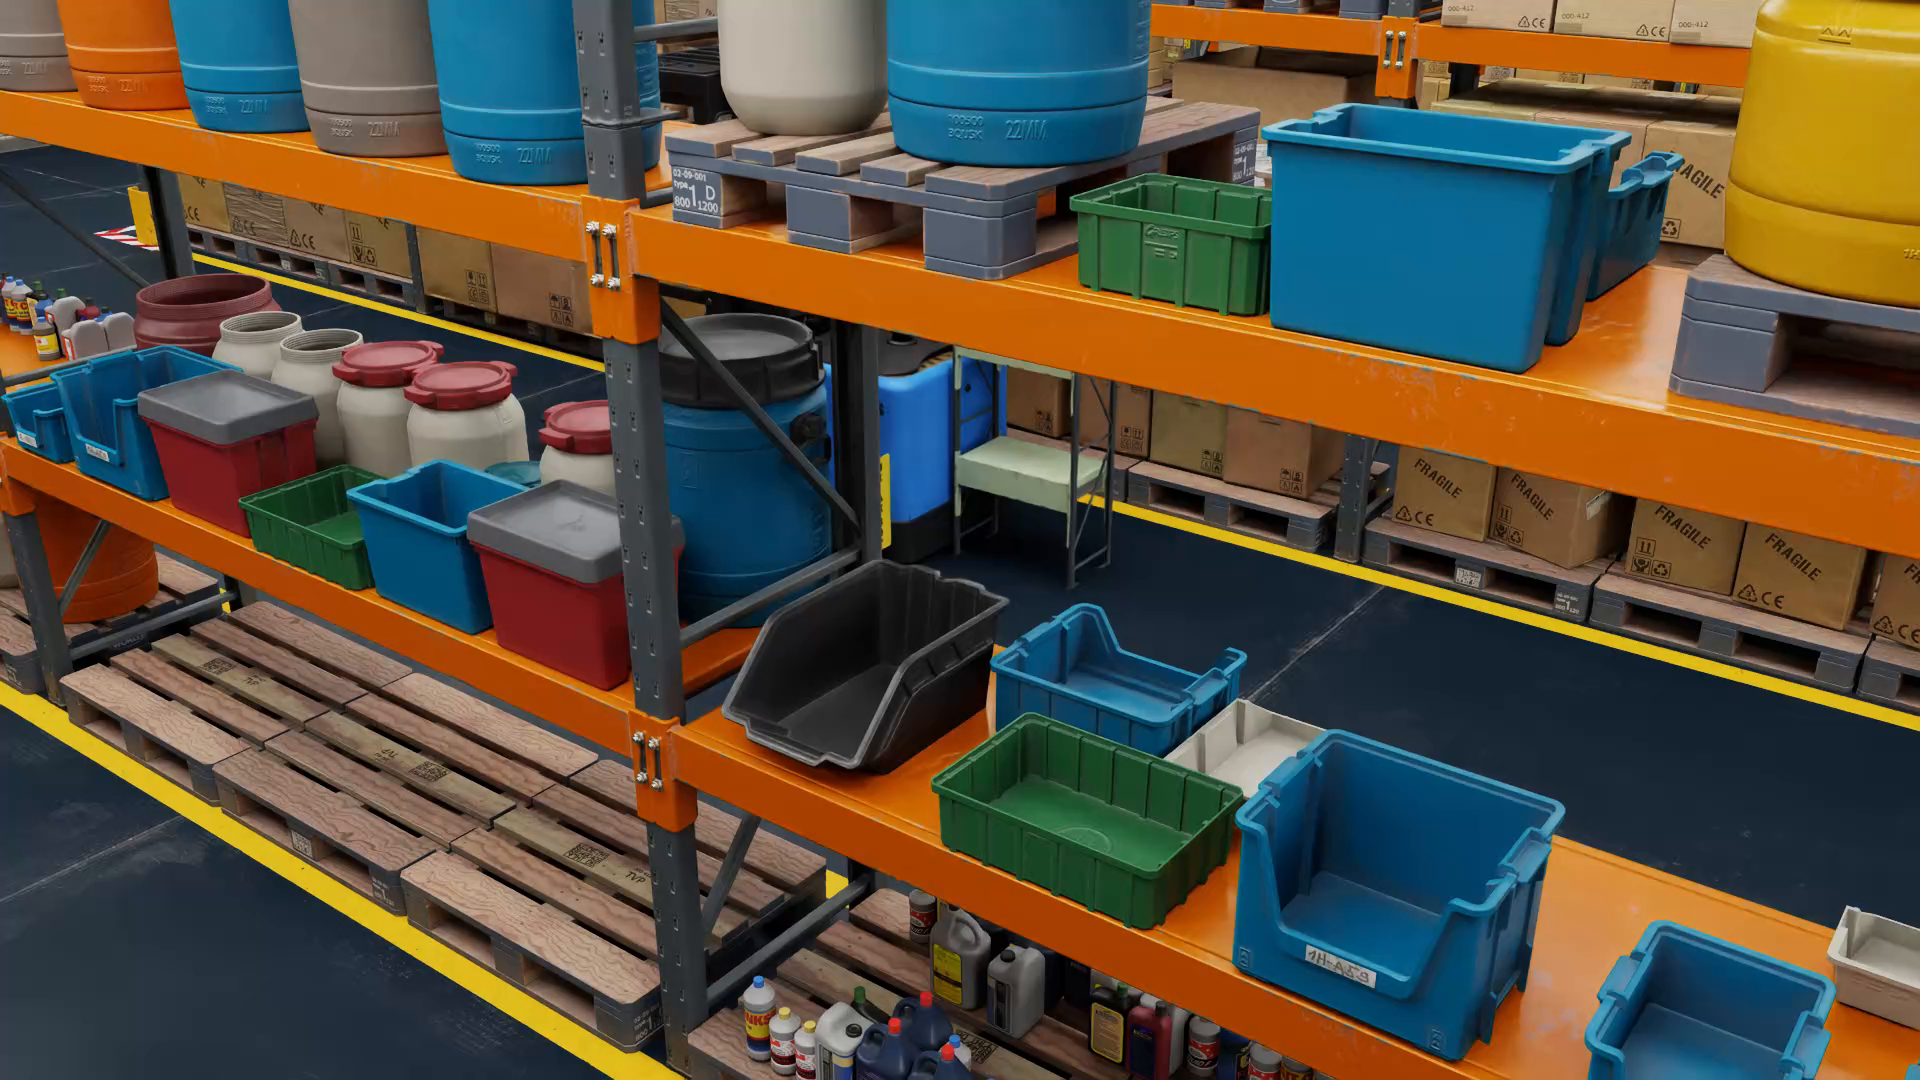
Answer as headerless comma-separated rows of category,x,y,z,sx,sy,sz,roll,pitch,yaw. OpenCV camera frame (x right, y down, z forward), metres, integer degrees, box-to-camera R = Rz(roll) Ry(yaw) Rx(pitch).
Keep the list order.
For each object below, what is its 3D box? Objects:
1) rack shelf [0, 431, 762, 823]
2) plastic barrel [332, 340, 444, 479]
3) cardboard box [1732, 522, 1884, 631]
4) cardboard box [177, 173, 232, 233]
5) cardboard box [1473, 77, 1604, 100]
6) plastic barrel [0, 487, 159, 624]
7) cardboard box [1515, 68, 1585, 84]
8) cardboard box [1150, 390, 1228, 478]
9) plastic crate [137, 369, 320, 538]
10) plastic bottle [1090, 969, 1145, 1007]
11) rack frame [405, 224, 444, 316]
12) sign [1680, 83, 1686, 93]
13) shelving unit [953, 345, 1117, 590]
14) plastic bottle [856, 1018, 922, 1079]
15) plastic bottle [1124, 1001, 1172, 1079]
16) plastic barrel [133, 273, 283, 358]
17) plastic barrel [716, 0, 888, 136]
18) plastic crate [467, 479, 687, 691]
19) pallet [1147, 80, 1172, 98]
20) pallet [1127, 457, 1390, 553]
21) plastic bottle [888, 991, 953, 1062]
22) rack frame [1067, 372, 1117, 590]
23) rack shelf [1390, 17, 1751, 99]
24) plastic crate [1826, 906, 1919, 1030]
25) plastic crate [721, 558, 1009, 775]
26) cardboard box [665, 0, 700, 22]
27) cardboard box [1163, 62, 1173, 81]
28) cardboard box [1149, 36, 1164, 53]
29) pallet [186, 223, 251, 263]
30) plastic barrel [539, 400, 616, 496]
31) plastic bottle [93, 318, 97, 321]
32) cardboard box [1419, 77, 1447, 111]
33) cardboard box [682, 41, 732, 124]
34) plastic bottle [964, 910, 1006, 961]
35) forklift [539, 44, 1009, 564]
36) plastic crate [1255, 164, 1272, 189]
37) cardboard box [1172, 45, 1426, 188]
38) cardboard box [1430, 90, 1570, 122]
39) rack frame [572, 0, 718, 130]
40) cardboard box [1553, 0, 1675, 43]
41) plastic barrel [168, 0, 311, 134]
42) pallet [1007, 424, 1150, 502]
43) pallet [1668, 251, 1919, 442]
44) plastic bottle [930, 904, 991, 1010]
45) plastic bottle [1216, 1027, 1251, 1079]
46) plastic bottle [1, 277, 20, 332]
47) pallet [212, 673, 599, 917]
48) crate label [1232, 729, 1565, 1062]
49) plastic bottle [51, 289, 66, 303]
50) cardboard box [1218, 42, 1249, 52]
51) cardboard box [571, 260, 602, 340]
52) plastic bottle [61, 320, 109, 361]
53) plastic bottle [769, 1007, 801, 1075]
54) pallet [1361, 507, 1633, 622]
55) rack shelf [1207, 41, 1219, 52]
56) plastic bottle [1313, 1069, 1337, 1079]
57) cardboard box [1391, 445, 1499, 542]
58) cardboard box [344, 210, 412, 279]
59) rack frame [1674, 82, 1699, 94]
rack shelf,-2.201,0.030,6.354,4.000,0.370,1.077,17,29,33
plastic barrel,-2.168,-0.462,6.410,0.433,0.535,0.433,0,24,0
cardboard box,4.092,0.058,7.978,0.500,0.500,0.500,20,31,38
cardboard box,-6.672,-3.407,15.376,0.875,0.875,0.875,17,29,33
cardboard box,2.895,-2.033,8.411,0.500,0.500,0.500,17,29,33
plastic barrel,-4.203,-0.095,7.916,0.708,0.830,0.600,17,29,33
cardboard box,4.612,-3.735,12.642,0.500,0.500,0.700,16,29,32
cardboard box,1.521,-0.748,9.782,0.500,0.500,0.700,17,29,33
plastic crate,-2.692,-0.323,6.183,0.583,0.464,0.402,17,29,33
plastic bottle,0.499,1.382,5.132,0.185,0.351,0.144,17,29,33
rack frame,-4.032,-3.348,13.129,0.127,3.000,1.000,17,29,33
sign,5.108,-3.306,11.695,0.005,0.325,0.100,17,29,33
shelving unit,0.386,-0.579,8.704,0.755,1.500,0.431,16,28,32
plastic bottle,-0.204,1.524,4.810,0.185,0.351,0.144,18,29,35
plastic bottle,0.564,1.488,4.975,0.133,0.283,0.061,17,29,33
plastic barrel,-3.248,-0.831,7.247,0.708,0.536,0.600,17,29,33
plastic barrel,-0.374,-1.264,4.020,0.421,0.512,0.421,0,24,0
plastic crate,-1.172,0.137,5.140,0.583,0.464,0.402,17,29,33
pallet,1.590,-4.007,14.862,1.003,0.211,1.213,17,29,33
pallet,1.746,-0.326,9.727,1.213,0.211,1.003,17,29,33
plastic bottle,-0.117,1.478,4.916,0.185,0.351,0.144,17,29,33
rack frame,0.683,-0.493,8.509,0.023,1.500,0.400,16,28,32
rack shelf,3.970,-1.974,7.181,4.000,0.370,1.077,17,29,33
plastic crate,2.077,0.952,3.696,0.250,0.136,0.298,17,29,33
plastic crate,-0.258,0.380,4.744,0.504,0.338,0.767,17,29,33
cardboard box,-2.744,-5.511,17.544,0.500,0.500,0.500,16,28,32
cardboard box,1.988,-4.207,14.870,0.250,0.149,0.380,16,29,33
cardboard box,1.557,-4.277,14.290,0.250,0.149,0.380,16,28,31
pallet,-6.546,-2.871,15.505,1.213,0.211,1.003,17,29,33
plastic barrel,-1.235,-0.180,5.770,0.433,0.535,0.433,0,24,0
plastic bottle,-4.108,-0.962,7.958,0.097,0.201,0.097,0,24,0
cardboard box,3.631,-3.442,13.217,0.500,0.500,0.500,16,29,33
cardboard box,-1.406,-3.068,11.125,0.637,0.503,0.797,18,29,35
plastic bottle,0.087,1.258,5.415,0.185,0.351,0.144,16,28,32
forklift,-1.218,-1.655,9.371,3.031,2.935,1.130,16,28,32
plastic crate,0.926,-0.810,3.975,0.396,0.136,0.243,17,29,33
cardboard box,1.818,-2.118,9.072,1.000,1.000,1.000,17,29,34
cardboard box,2.577,-1.862,8.024,0.500,0.500,0.500,17,29,33
rack frame,-0.601,-2.561,3.902,0.127,3.000,1.000,17,29,33
cardboard box,3.003,-2.400,7.443,0.500,0.250,0.500,17,29,33
plastic barrel,-2.185,-1.787,5.244,0.708,0.901,0.600,17,29,33
pallet,0.765,-0.620,10.396,1.213,0.211,1.003,17,29,33
pallet,1.997,-0.366,2.875,1.213,0.211,1.003,17,29,33
plastic bottle,0.001,1.304,5.309,0.185,0.351,0.144,17,29,33
plastic bottle,0.820,1.504,4.955,0.097,0.271,0.097,0,24,0
plastic bottle,-4.770,-1.193,8.398,0.097,0.271,0.097,0,24,0
pallet,-2.233,0.988,6.746,1.213,0.211,1.003,17,29,33
crate label,0.965,0.777,3.721,0.616,0.435,0.502,17,29,33
plastic bottle,-4.404,-1.098,8.166,0.133,0.283,0.061,17,29,33
cardboard box,2.578,-4.348,14.035,0.500,0.500,0.700,17,29,33
cardboard box,-2.079,-1.993,12.166,0.875,0.875,1.225,17,29,33
plastic bottle,-4.045,-0.886,7.695,0.135,0.276,0.152,17,29,33
plastic bottle,-0.527,1.506,5.036,0.097,0.201,0.097,0,24,0
pallet,2.928,0.013,8.958,1.213,0.211,1.003,17,29,33
rack shelf,3.512,-5.733,19.433,4.000,0.370,1.077,17,29,33
plastic bottle,1.062,1.577,4.789,0.097,0.271,0.097,0,24,0
cardboard box,2.666,-0.352,8.909,0.500,0.500,0.500,16,28,32
cardboard box,-4.512,-2.754,13.894,0.875,0.875,0.875,17,29,33
rack frame,5.425,-2.990,12.315,0.127,3.000,1.000,17,29,33
